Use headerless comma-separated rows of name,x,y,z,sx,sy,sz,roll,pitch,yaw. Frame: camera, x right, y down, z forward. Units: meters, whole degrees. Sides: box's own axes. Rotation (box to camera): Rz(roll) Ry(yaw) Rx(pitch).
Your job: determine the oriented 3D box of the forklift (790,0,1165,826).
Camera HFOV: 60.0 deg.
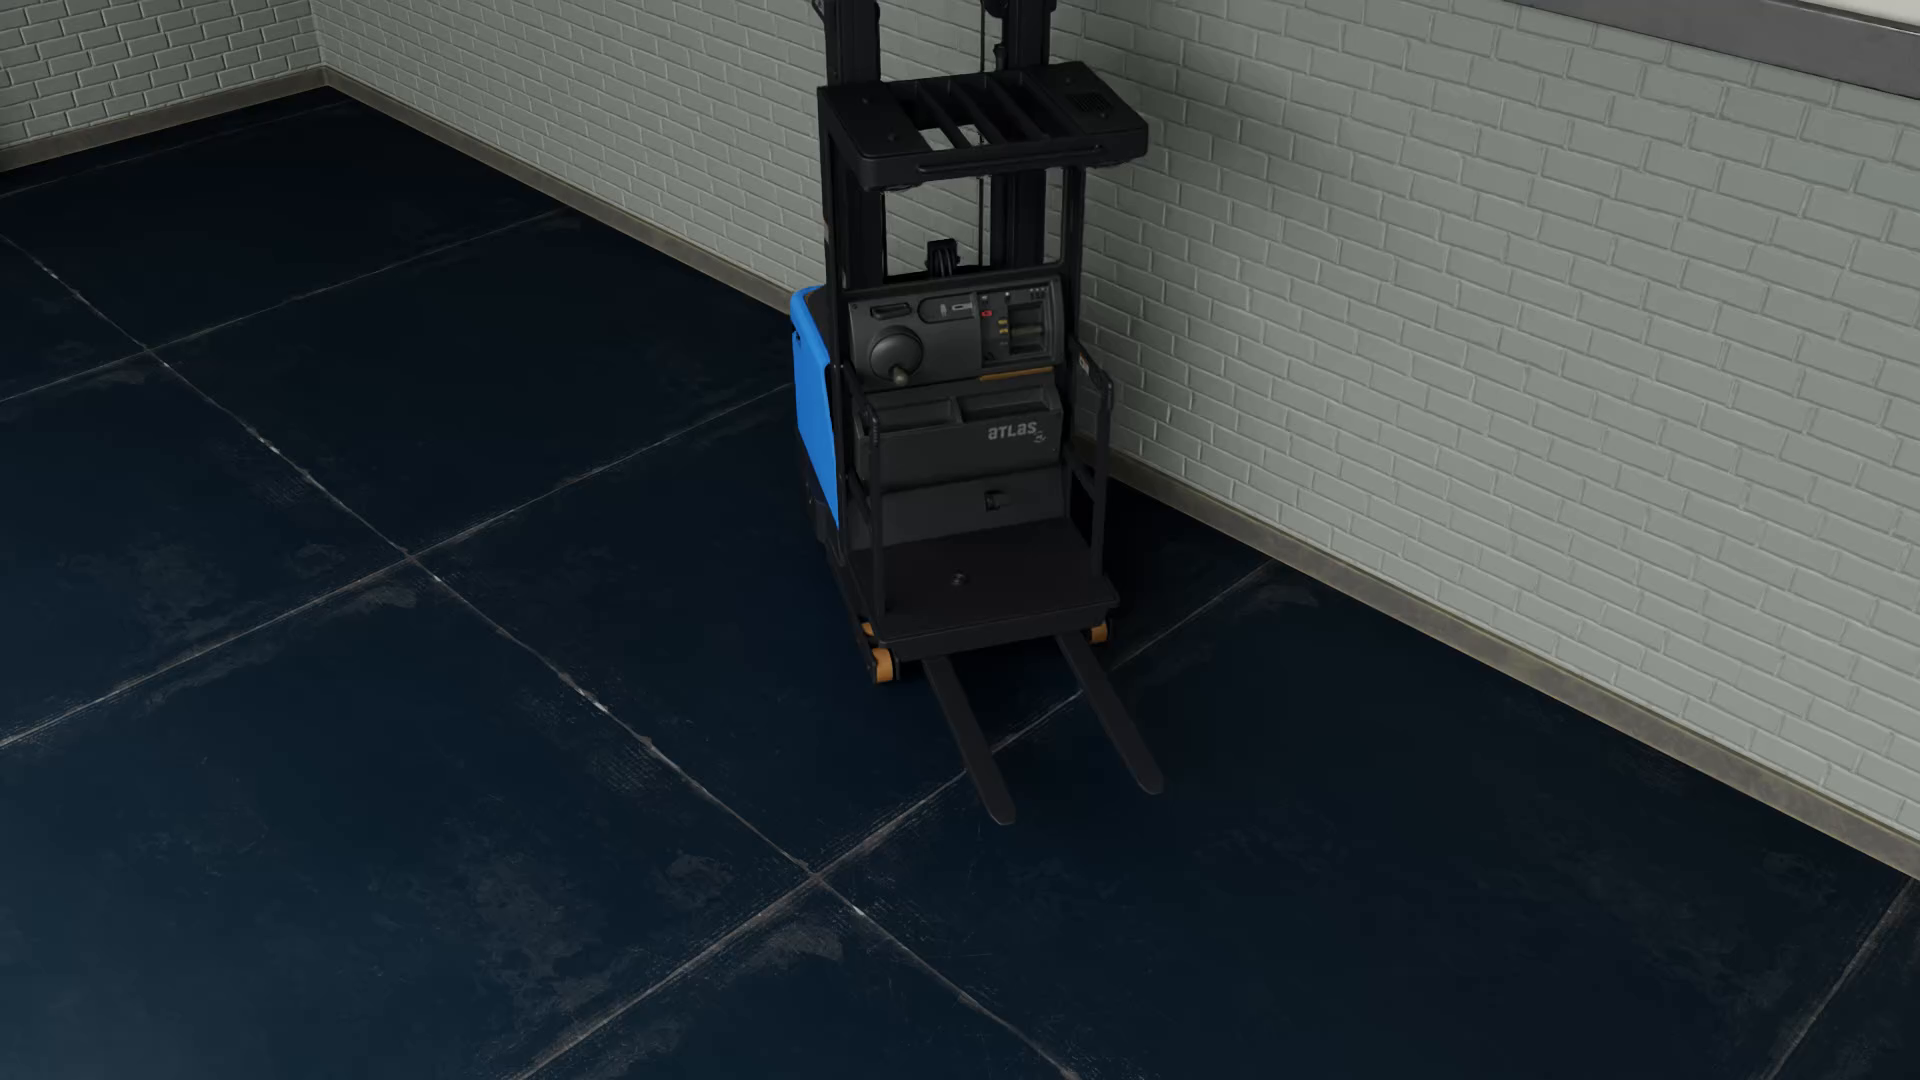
forklift,0.053,-0.822,6.866,1.130,2.935,3.031,-9,36,-13
